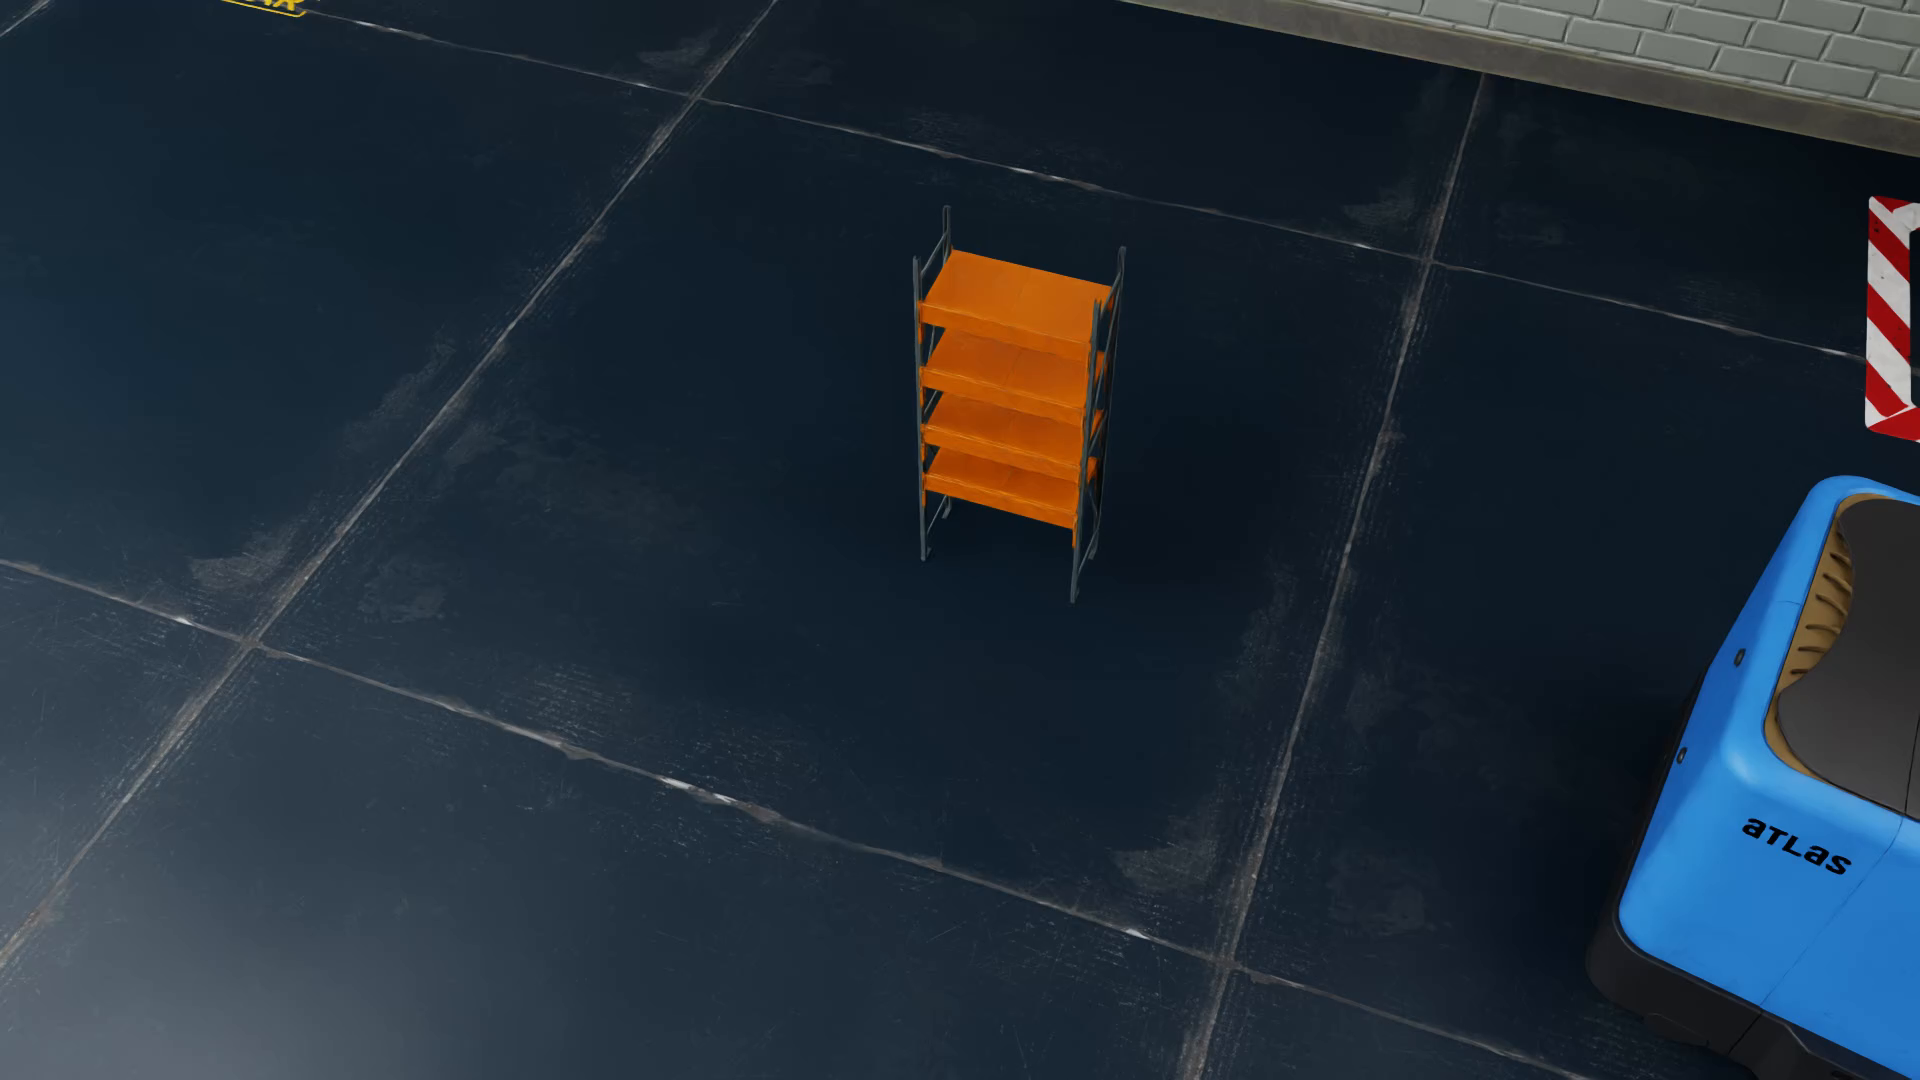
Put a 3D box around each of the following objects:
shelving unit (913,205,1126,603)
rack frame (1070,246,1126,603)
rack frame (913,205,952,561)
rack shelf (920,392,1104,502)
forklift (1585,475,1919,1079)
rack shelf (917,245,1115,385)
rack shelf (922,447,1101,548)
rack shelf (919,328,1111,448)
[{"bbox_3d":[0.155,-0.350,4.759,0.503,1.200,0.258,16,51,13],"label":"shelving unit"},{"bbox_3d":[0.384,-0.286,4.704,0.015,1.200,0.240,16,51,13],"label":"rack frame"},{"bbox_3d":[-0.074,-0.414,4.814,0.015,1.200,0.240,16,51,13],"label":"rack frame"},{"bbox_3d":[0.155,-0.306,4.810,0.480,0.148,0.258,16,51,13],"label":"rack shelf"},{"bbox_3d":[3.114,0.450,2.920,3.031,2.935,1.130,24,53,20],"label":"forklift"},{"bbox_3d":[0.155,-0.607,4.462,0.480,0.148,0.258,16,51,13],"label":"rack shelf"},{"bbox_3d":[0.155,-0.176,4.960,0.480,0.148,0.258,16,51,13],"label":"rack shelf"},{"bbox_3d":[0.155,-0.452,4.641,0.480,0.148,0.258,16,51,13],"label":"rack shelf"}]
